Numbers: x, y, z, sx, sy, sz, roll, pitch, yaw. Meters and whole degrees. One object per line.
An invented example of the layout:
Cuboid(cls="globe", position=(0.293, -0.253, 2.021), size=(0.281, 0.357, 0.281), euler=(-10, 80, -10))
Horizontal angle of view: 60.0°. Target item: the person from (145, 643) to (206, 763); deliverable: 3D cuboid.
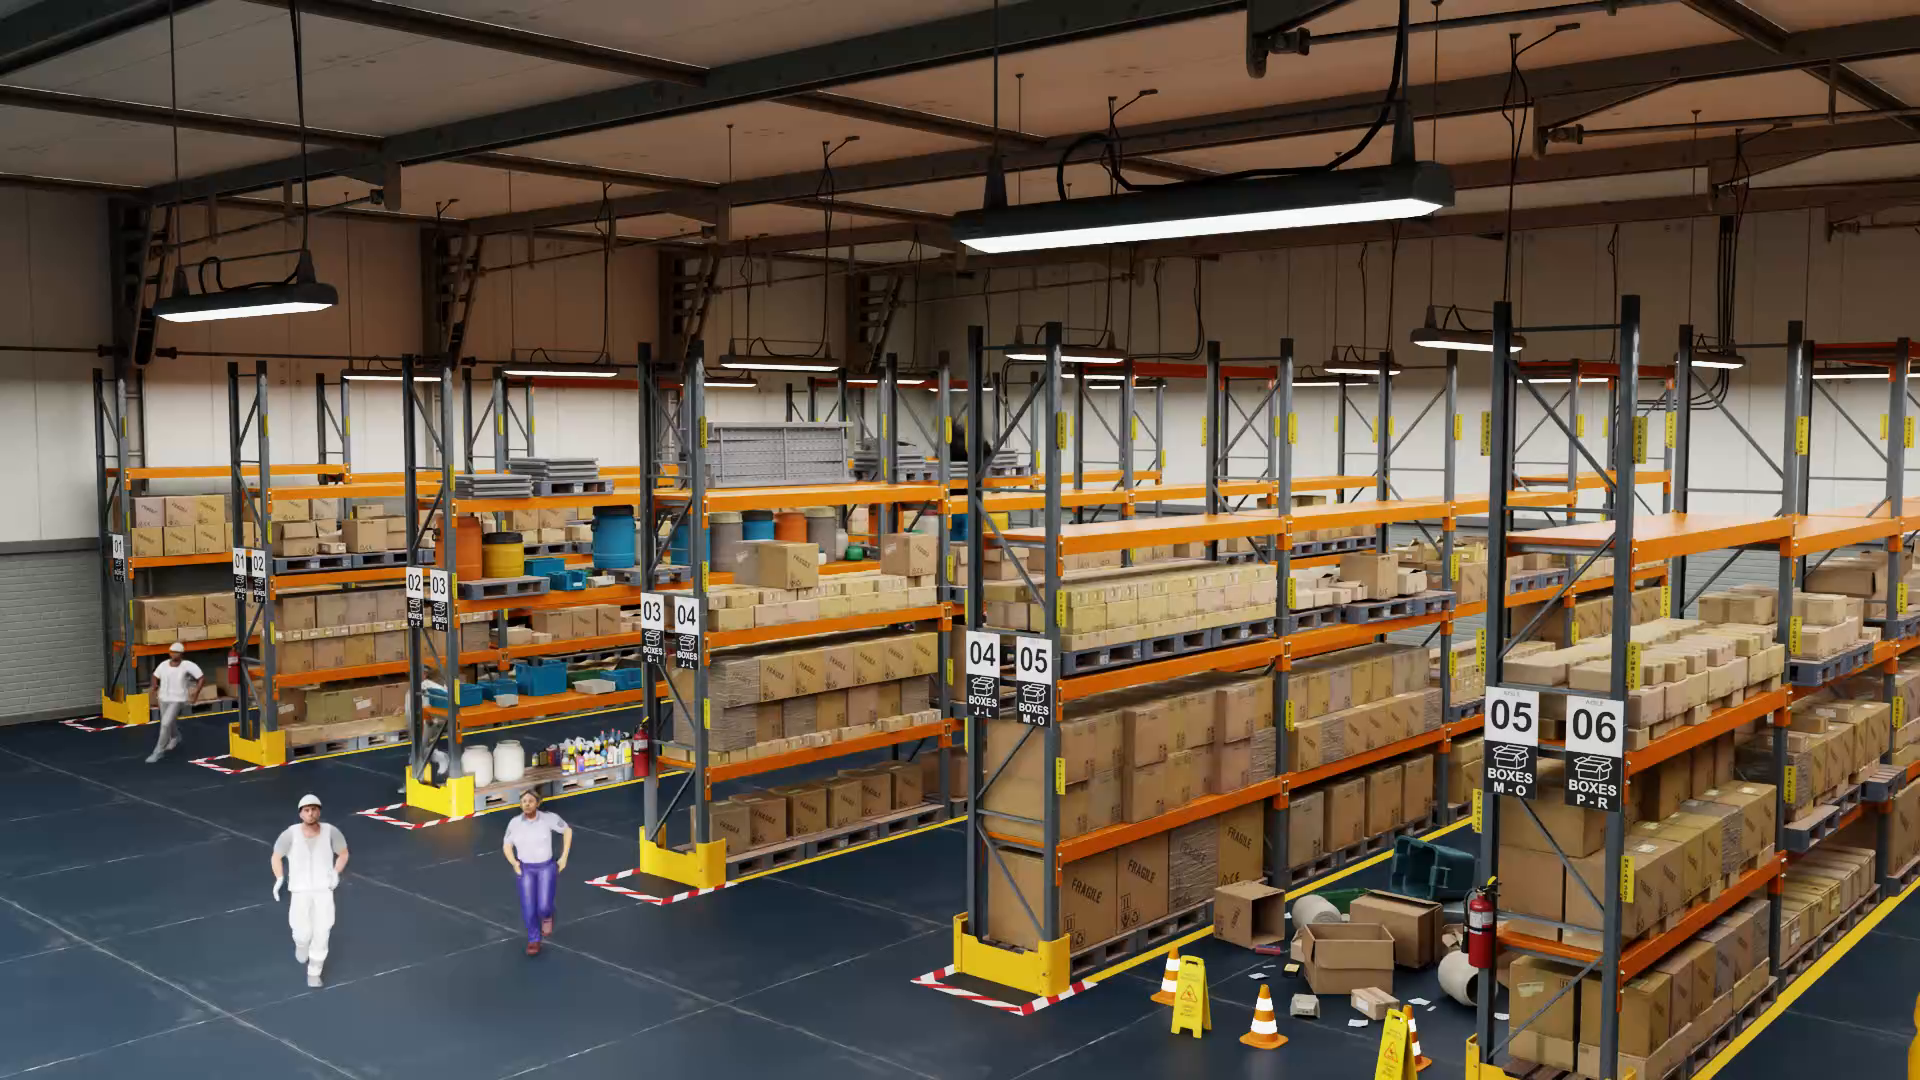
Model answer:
Cuboid(cls="person", position=(-11.921, 2.432, 25.183), size=(0.759, 1.744, 0.959), euler=(1, 4, 11))

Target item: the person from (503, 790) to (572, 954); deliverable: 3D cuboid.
Cuboid(cls="person", position=(-4.071, 3.196, 15.953), size=(0.627, 1.602, 0.558), euler=(0, 4, -4))

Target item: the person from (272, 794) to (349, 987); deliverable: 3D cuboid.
Cuboid(cls="person", position=(-5.922, 3.184, 15.194), size=(0.660, 1.739, 0.600), euler=(-2, 5, -24))

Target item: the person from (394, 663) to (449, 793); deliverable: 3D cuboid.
Cuboid(cls="person", position=(-7.497, 2.577, 23.262), size=(0.664, 1.790, 0.944), euler=(3, 5, 38))
